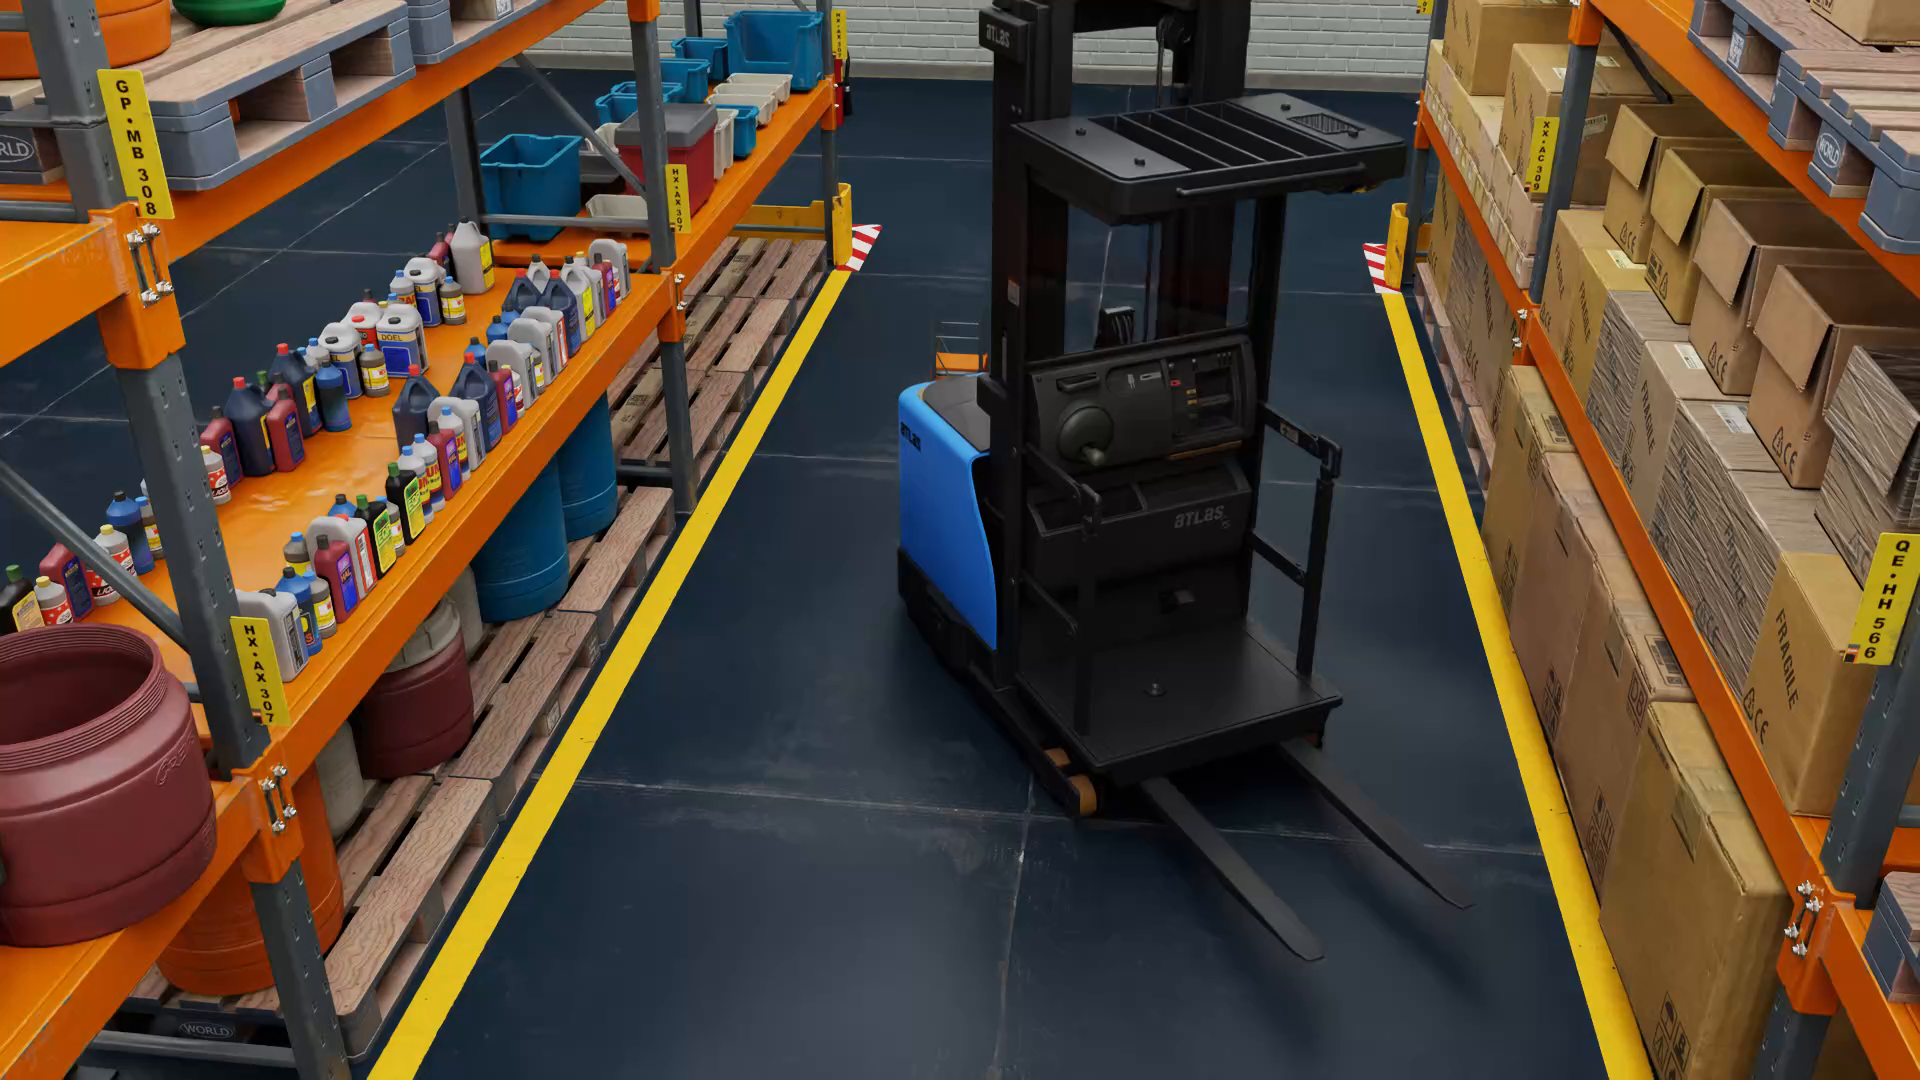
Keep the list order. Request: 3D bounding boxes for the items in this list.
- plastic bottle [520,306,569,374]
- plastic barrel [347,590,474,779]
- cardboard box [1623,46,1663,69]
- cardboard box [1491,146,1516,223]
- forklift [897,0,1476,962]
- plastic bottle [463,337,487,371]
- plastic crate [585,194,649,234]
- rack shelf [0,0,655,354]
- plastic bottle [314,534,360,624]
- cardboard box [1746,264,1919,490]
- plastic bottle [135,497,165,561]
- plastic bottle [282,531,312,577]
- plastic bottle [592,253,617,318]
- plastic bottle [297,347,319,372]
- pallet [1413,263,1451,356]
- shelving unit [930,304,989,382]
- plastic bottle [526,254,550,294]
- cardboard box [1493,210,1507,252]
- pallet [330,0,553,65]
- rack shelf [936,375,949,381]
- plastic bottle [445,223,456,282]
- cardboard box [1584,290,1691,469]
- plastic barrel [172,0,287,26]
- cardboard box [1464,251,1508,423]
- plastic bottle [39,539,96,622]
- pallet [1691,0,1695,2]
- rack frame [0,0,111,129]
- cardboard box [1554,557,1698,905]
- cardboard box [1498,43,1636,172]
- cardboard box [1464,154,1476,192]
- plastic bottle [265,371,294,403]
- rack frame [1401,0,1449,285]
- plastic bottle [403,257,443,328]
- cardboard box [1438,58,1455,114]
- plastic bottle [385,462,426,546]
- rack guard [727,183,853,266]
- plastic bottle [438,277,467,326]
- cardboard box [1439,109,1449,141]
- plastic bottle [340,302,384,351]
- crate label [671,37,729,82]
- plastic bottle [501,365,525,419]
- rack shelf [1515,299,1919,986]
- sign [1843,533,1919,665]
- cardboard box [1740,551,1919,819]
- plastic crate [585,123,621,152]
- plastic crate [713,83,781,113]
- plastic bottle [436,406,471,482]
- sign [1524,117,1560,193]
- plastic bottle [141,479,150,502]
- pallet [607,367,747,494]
[{"bbox_3d":[-1.691,-0.831,6.760,0.152,0.276,0.135,3,28,6],"label":"plastic bottle"},{"bbox_3d":[-2.166,0.498,6.263,0.600,0.588,0.708,3,28,6],"label":"plastic barrel"},{"bbox_3d":[3.439,-2.048,7.943,0.500,0.500,0.500,3,28,6],"label":"cardboard box"},{"bbox_3d":[2.913,-1.743,8.167,0.500,0.250,0.500,4,29,8],"label":"cardboard box"},{"bbox_3d":[0.787,-0.472,6.035,1.130,2.935,3.031,-12,31,-21],"label":"forklift"},{"bbox_3d":[-1.862,-0.654,6.438,0.097,0.271,0.097,0,28,0],"label":"plastic bottle"},{"bbox_3d":[-1.658,-1.620,8.309,0.396,0.136,0.243,3,28,6],"label":"plastic crate"},{"bbox_3d":[-2.102,-1.561,5.581,1.077,0.370,4.000,3,28,6],"label":"rack shelf"},{"bbox_3d":[-1.888,0.098,5.028,0.061,0.283,0.133,3,28,6],"label":"plastic bottle"},{"bbox_3d":[2.757,-0.464,4.785,0.797,0.503,0.637,4,29,7],"label":"cardboard box"},{"bbox_3d":[-2.625,-0.043,5.377,0.097,0.201,0.097,0,28,0],"label":"plastic bottle"},{"bbox_3d":[-2.043,0.070,5.166,0.097,0.201,0.097,0,28,0],"label":"plastic bottle"},{"bbox_3d":[-1.568,-1.132,7.311,0.061,0.283,0.133,3,28,6],"label":"plastic bottle"},{"bbox_3d":[-2.487,-0.603,6.342,0.097,0.271,0.097,0,28,0],"label":"plastic bottle"},{"bbox_3d":[3.528,-1.485,10.784,1.003,0.211,1.213,3,28,6],"label":"pallet"},{"bbox_3d":[-0.002,-0.521,7.953,0.258,1.200,0.189,3,28,6],"label":"shelving unit"},{"bbox_3d":[-1.788,-1.034,7.058,0.144,0.351,0.185,3,28,6],"label":"plastic bottle"},{"bbox_3d":[2.834,-1.505,8.146,0.380,0.149,0.250,3,28,5],"label":"cardboard box"},{"bbox_3d":[-1.992,-1.828,5.516,1.003,0.211,1.213,3,28,6],"label":"pallet"},{"bbox_3d":[-0.002,-0.694,7.860,0.258,0.103,0.180,3,28,6],"label":"rack shelf"},{"bbox_3d":[-2.325,-1.300,7.623,0.061,0.283,0.133,3,28,6],"label":"plastic bottle"},{"bbox_3d":[2.632,-0.581,6.060,0.500,0.500,0.500,3,28,5],"label":"cardboard box"},{"bbox_3d":[-1.989,-1.538,4.501,0.294,0.245,0.294,0,28,0],"label":"plastic barrel"},{"bbox_3d":[3.329,-1.190,9.094,0.875,0.875,0.875,3,28,6],"label":"cardboard box"},{"bbox_3d":[-2.693,0.112,5.003,0.061,0.283,0.133,3,28,6],"label":"plastic bottle"},{"bbox_3d":[2.995,-2.013,5.863,0.805,0.209,1.217,2,28,4],"label":"pallet"},{"bbox_3d":[-2.347,-2.257,2.952,1.000,3.000,0.127,3,28,6],"label":"rack frame"},{"bbox_3d":[2.790,0.680,5.623,1.225,0.875,0.875,3,29,6],"label":"cardboard box"},{"bbox_3d":[2.915,-2.074,7.990,0.500,0.500,0.500,4,29,7],"label":"cardboard box"},{"bbox_3d":[2.960,-1.988,9.042,0.380,0.149,0.250,4,29,7],"label":"cardboard box"},{"bbox_3d":[-2.482,-0.464,6.072,0.061,0.283,0.133,3,28,6],"label":"plastic bottle"},{"bbox_3d":[3.549,-3.094,10.830,1.000,3.000,0.127,3,28,6],"label":"rack frame"},{"bbox_3d":[-2.337,-1.076,7.216,0.152,0.276,0.135,3,28,6],"label":"plastic bottle"},{"bbox_3d":[3.165,-2.703,9.950,0.500,0.250,0.500,3,28,6],"label":"cardboard box"},{"bbox_3d":[-1.827,-0.136,5.463,0.061,0.283,0.133,3,28,6],"label":"plastic bottle"},{"bbox_3d":[-1.377,-2.293,11.980,1.175,0.500,0.348,3,28,6],"label":"rack guard"},{"bbox_3d":[-2.211,-1.045,7.236,0.097,0.201,0.097,0,28,0],"label":"plastic bottle"},{"bbox_3d":[3.086,-2.471,9.939,0.380,0.149,0.250,3,28,5],"label":"cardboard box"},{"bbox_3d":[-2.405,-0.813,6.727,0.152,0.276,0.135,3,28,6],"label":"plastic bottle"},{"bbox_3d":[-1.724,-3.237,11.210,0.416,0.233,0.303,3,28,6],"label":"crate label"},{"bbox_3d":[-1.723,-0.569,6.353,0.097,0.201,0.097,0,28,0],"label":"plastic bottle"},{"bbox_3d":[2.813,0.047,5.758,1.077,0.370,4.000,3,28,6],"label":"rack shelf"},{"bbox_3d":[2.017,0.131,3.623,0.100,0.325,0.005,3,28,6],"label":"sign"},{"bbox_3d":[2.383,0.381,4.274,0.500,0.500,0.500,4,29,8],"label":"cardboard box"},{"bbox_3d":[-1.942,-2.246,9.472,0.293,0.136,0.466,3,28,6],"label":"plastic crate"},{"bbox_3d":[-1.337,-2.762,10.429,0.396,0.136,0.243,3,28,6],"label":"plastic crate"},{"bbox_3d":[-1.790,-0.341,5.856,0.097,0.271,0.097,0,28,0],"label":"plastic bottle"},{"bbox_3d":[2.508,-1.658,7.170,0.100,0.325,0.005,3,28,6],"label":"sign"},{"bbox_3d":[-2.613,-0.120,5.445,0.097,0.271,0.097,0,28,0],"label":"plastic bottle"},{"bbox_3d":[-1.806,-0.620,9.177,1.003,0.211,1.213,3,28,6],"label":"pallet"}]
